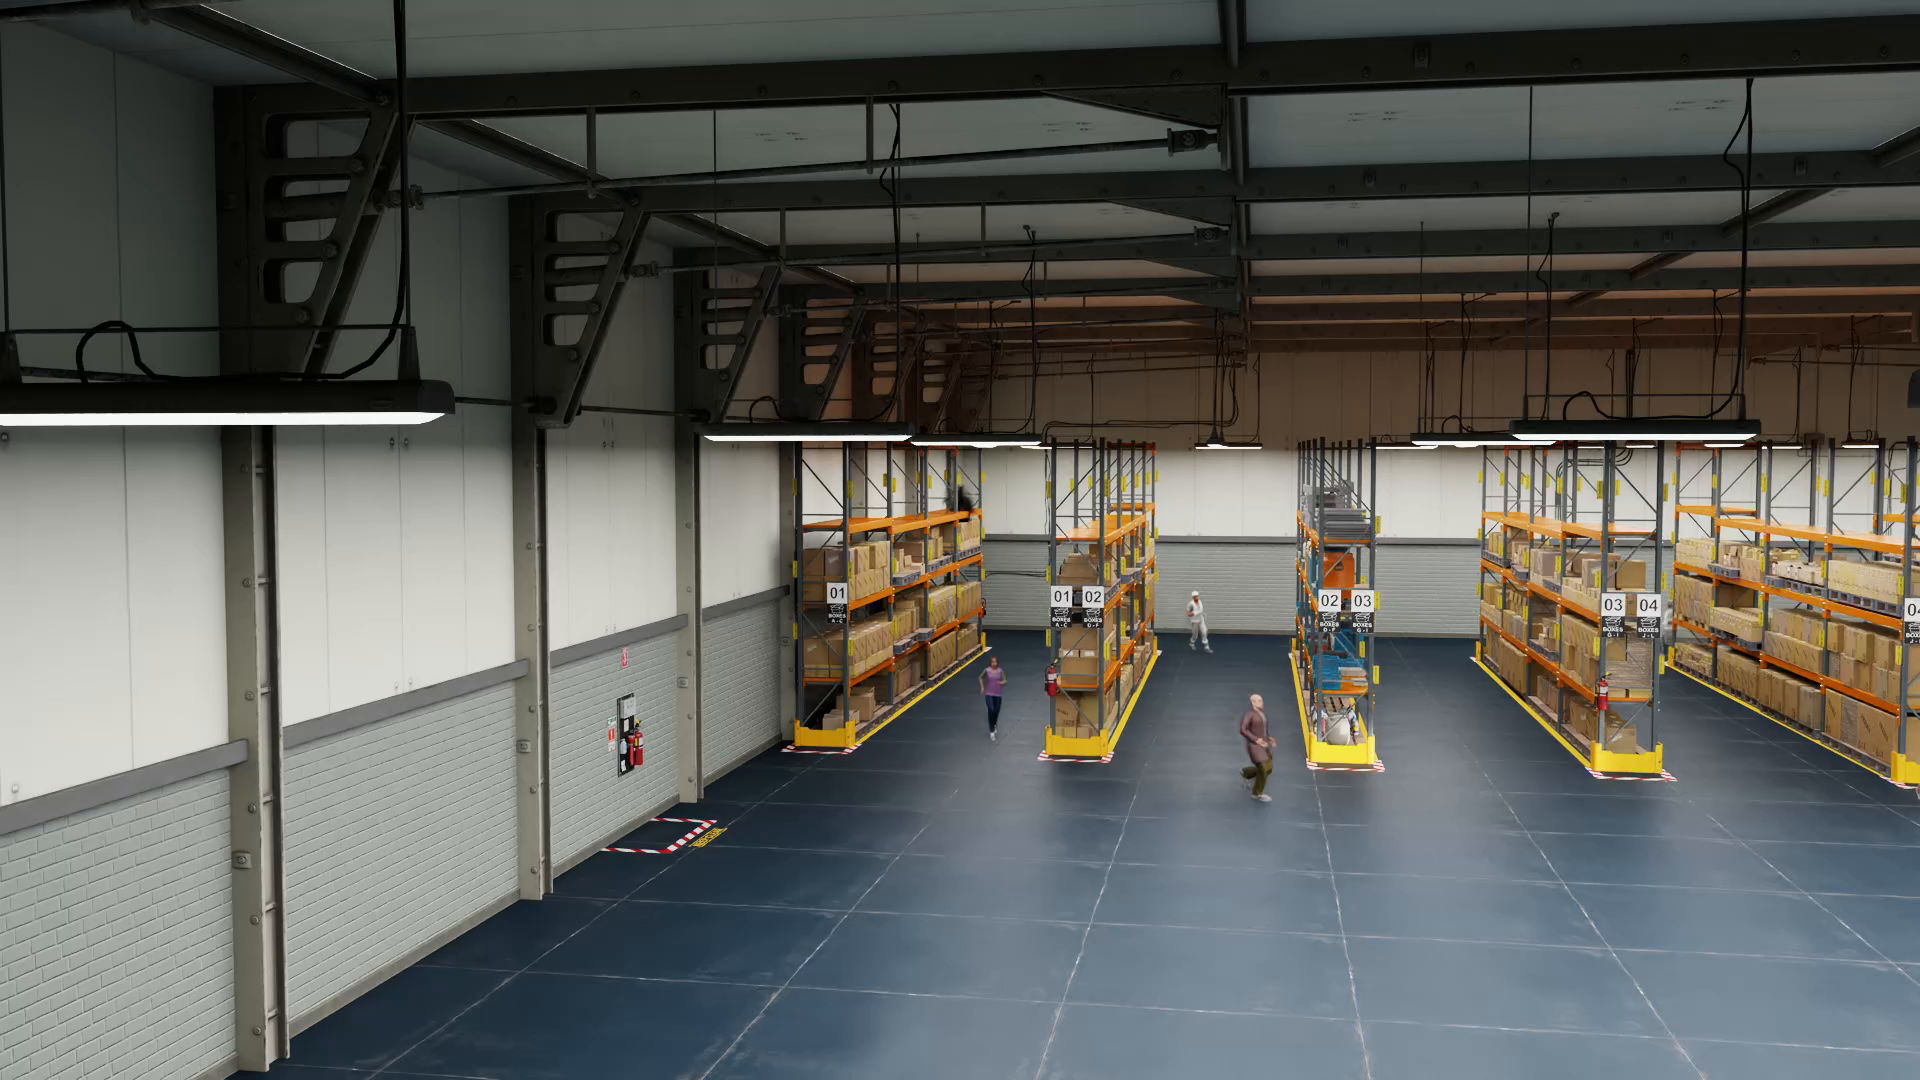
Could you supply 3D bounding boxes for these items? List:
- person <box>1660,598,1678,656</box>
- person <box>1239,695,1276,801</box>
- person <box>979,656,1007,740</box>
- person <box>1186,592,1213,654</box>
[{"bbox_3d":[19.512,2.435,45.788,0.736,1.749,0.726,1,3,10],"label":"person"},{"bbox_3d":[4.852,3.421,27.426,0.653,1.722,0.712,2,4,39],"label":"person"},{"bbox_3d":[0.669,3.141,33.364,0.519,1.626,0.797,-1,3,-11],"label":"person"},{"bbox_3d":[6.683,2.323,47.183,0.681,1.737,1.001,-2,3,-27],"label":"person"}]
